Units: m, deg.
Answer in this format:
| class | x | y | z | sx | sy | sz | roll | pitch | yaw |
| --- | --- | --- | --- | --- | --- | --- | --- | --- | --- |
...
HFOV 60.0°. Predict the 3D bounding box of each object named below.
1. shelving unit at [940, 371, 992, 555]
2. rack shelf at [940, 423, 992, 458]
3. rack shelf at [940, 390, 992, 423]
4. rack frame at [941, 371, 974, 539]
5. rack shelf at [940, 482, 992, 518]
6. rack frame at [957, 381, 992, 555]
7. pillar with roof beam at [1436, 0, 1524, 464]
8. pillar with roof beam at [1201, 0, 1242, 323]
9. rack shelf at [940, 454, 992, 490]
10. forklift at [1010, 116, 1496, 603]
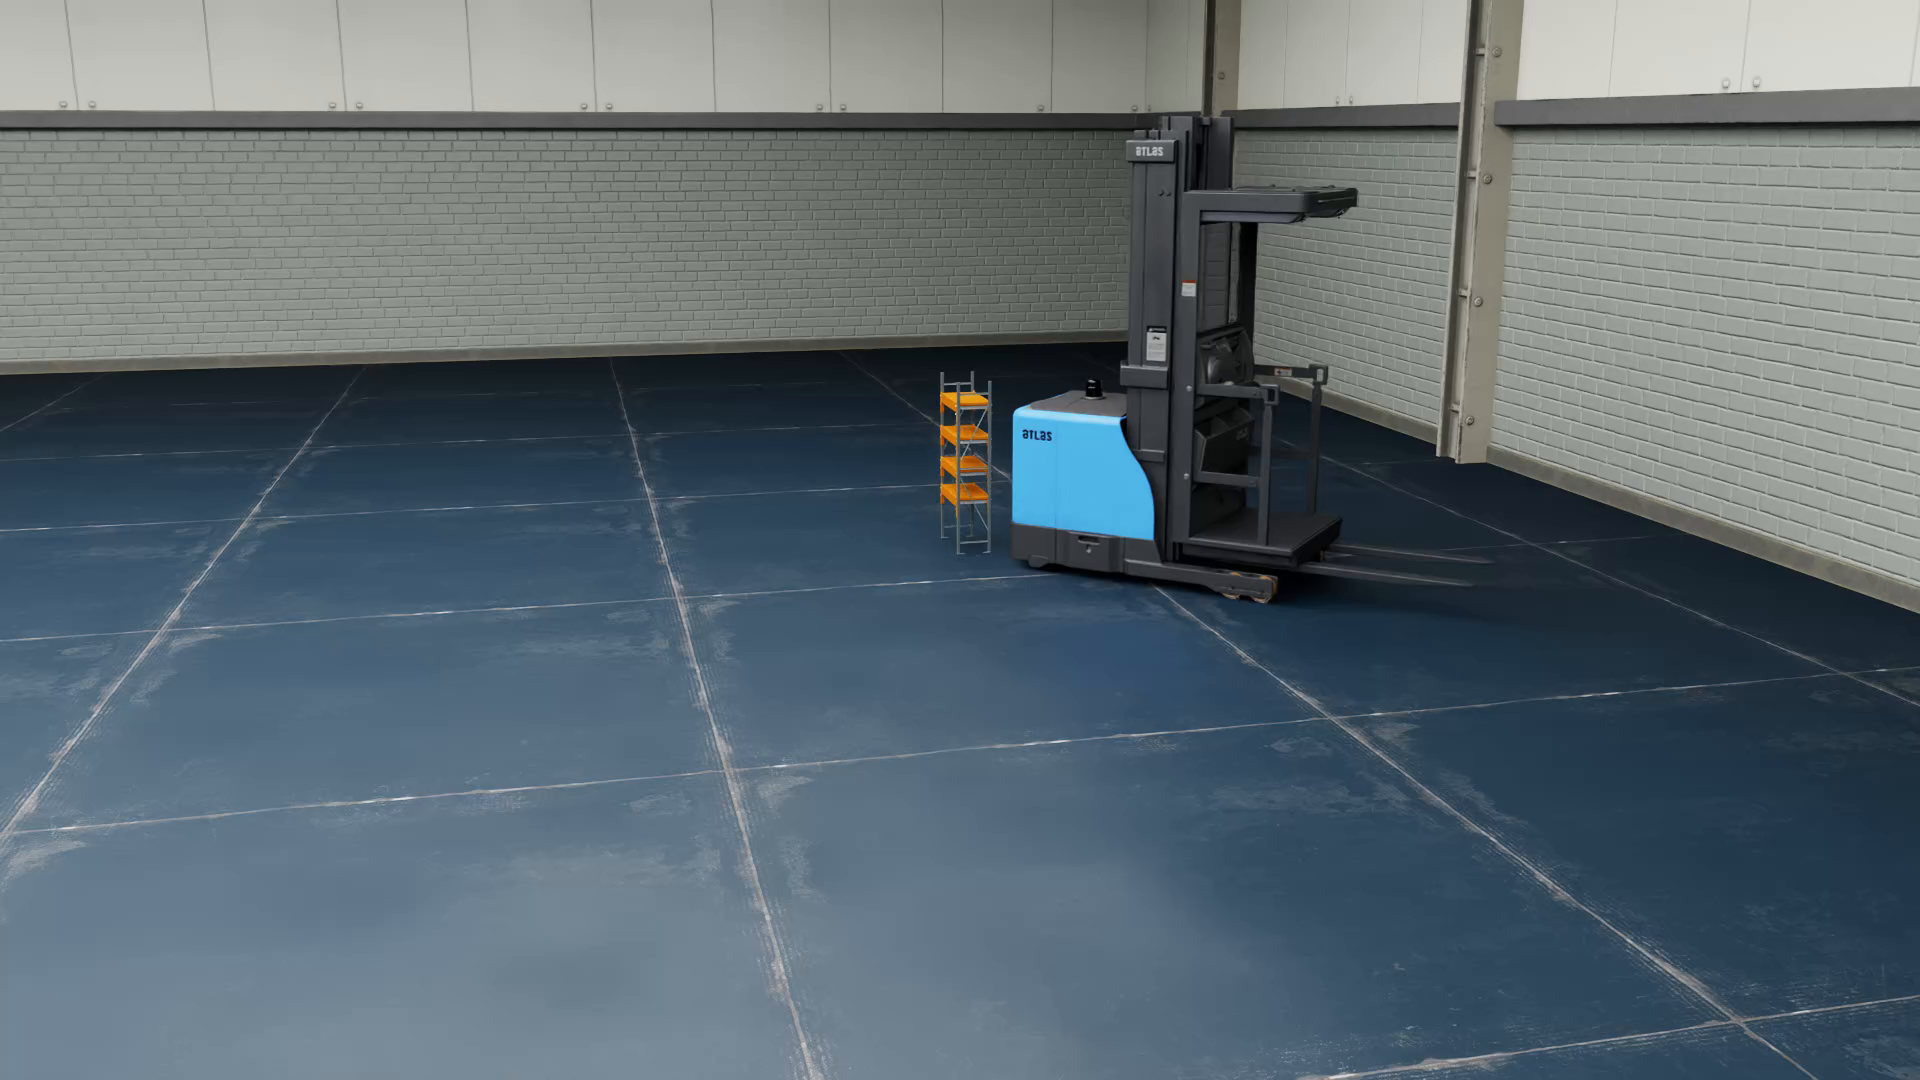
| class | x | y | z | sx | sy | sz | roll | pitch | yaw |
| --- | --- | --- | --- | --- | --- | --- | --- | --- | --- |
| shelving unit | 0.039 | -0.545 | 11.628 | 0.258 | 1.200 | 0.503 | -3 | 14 | -13 |
| rack shelf | 0.039 | -0.697 | 11.591 | 0.258 | 0.148 | 0.480 | -3 | 14 | -13 |
| rack shelf | 0.039 | -0.926 | 11.535 | 0.258 | 0.148 | 0.480 | -3 | 14 | -13 |
| rack frame | -0.018 | -0.601 | 11.859 | 0.240 | 1.200 | 0.015 | -3 | 14 | -13 |
| rack shelf | 0.039 | -0.286 | 11.691 | 0.258 | 0.148 | 0.480 | -3 | 14 | -13 |
| rack frame | 0.096 | -0.488 | 11.398 | 0.240 | 1.200 | 0.015 | -3 | 14 | -13 |
| pillar with roof beam | 0.320 | -4.861 | 12.861 | 9.100 | 9.000 | 0.400 | -3 | 14 | -13 |
| pillar with roof beam | -1.089 | -6.245 | 18.527 | 9.100 | 9.000 | 0.400 | -3 | 14 | -13 |
| rack shelf | 0.039 | -0.479 | 11.644 | 0.258 | 0.148 | 0.480 | -3 | 14 | -13 |
| forklift | 1.876 | -1.176 | 10.565 | 3.031 | 2.935 | 1.130 | 7 | 16 | 28 |
